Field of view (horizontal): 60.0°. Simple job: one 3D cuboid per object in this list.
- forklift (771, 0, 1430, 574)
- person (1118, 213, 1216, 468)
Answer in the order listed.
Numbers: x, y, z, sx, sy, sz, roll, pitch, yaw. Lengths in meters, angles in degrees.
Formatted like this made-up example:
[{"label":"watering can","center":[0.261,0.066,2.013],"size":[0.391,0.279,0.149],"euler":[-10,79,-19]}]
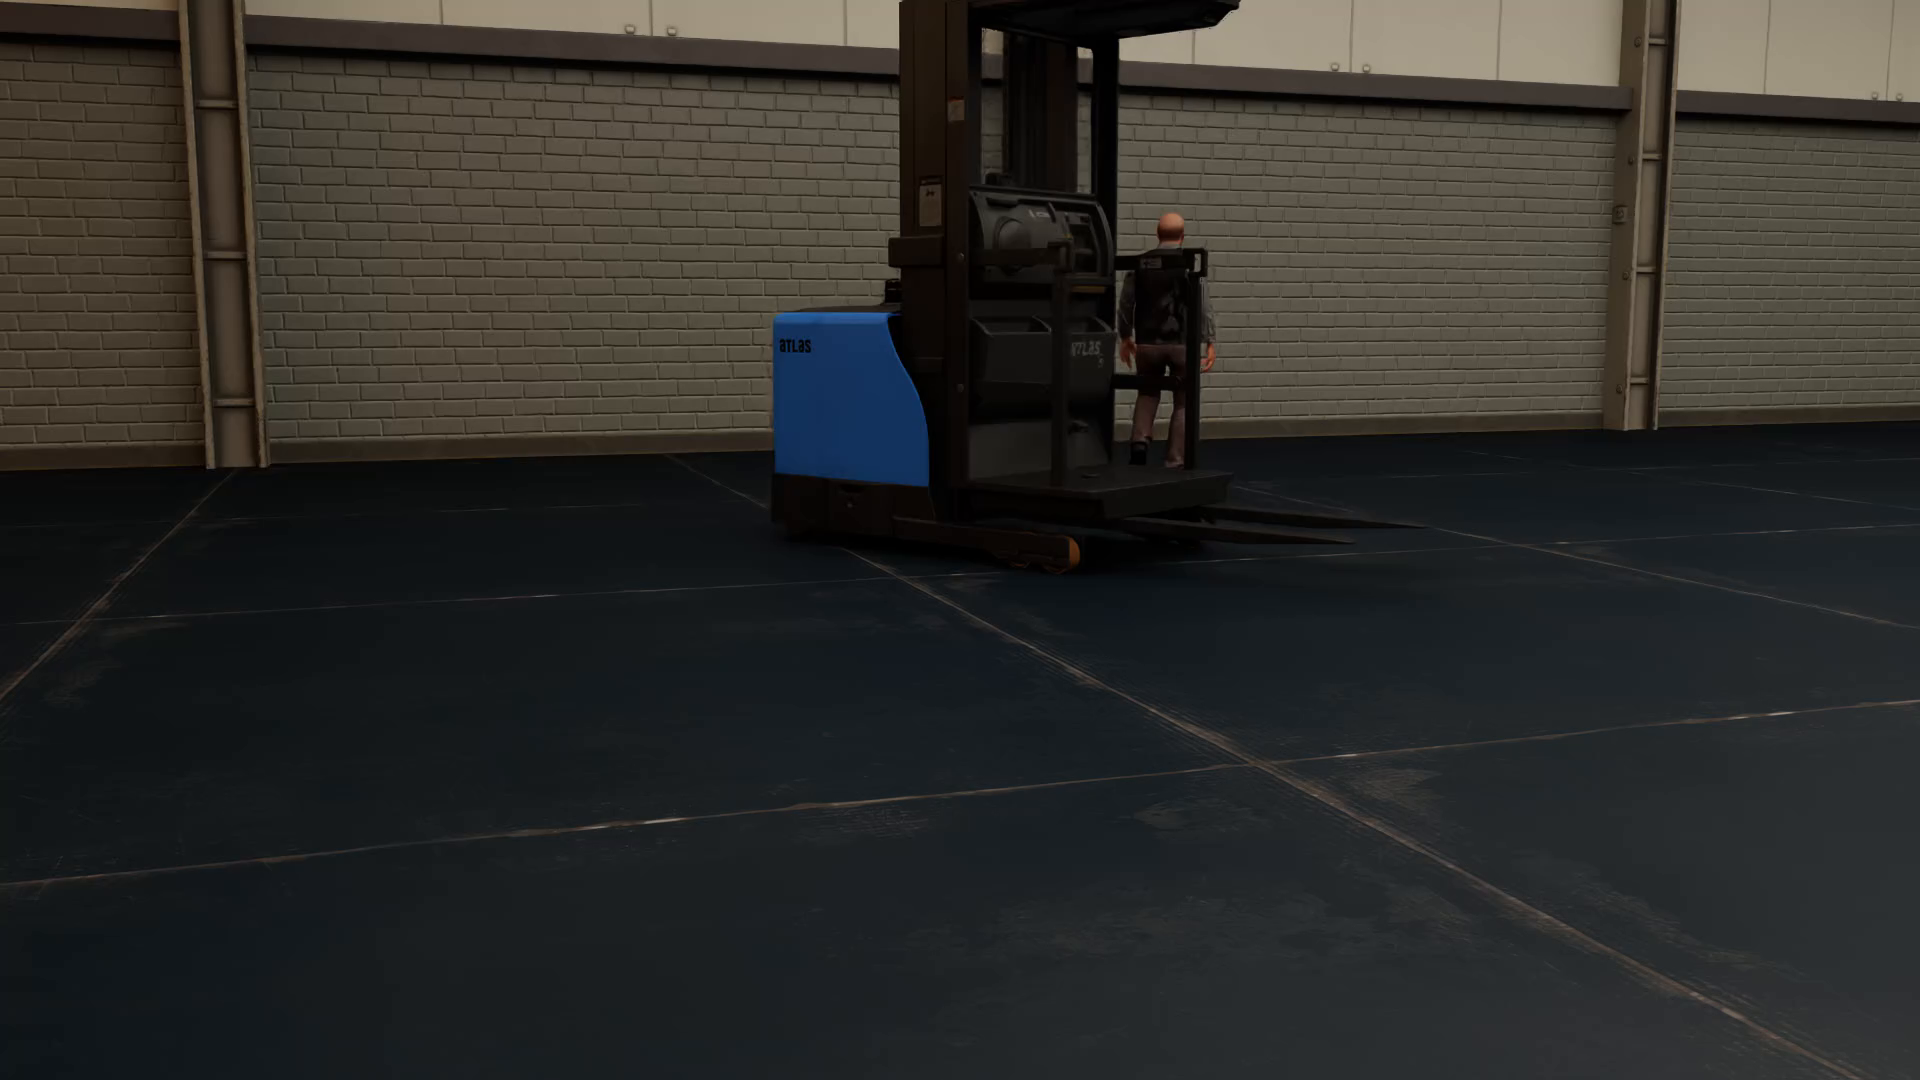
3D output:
[{"label":"forklift","center":[0.533,-1.389,7.261],"size":[3.031,2.935,1.130],"euler":[7,10,41]},{"label":"person","center":[1.345,-1.234,10.683],"size":[0.667,1.703,0.474],"euler":[3,8,24]}]
